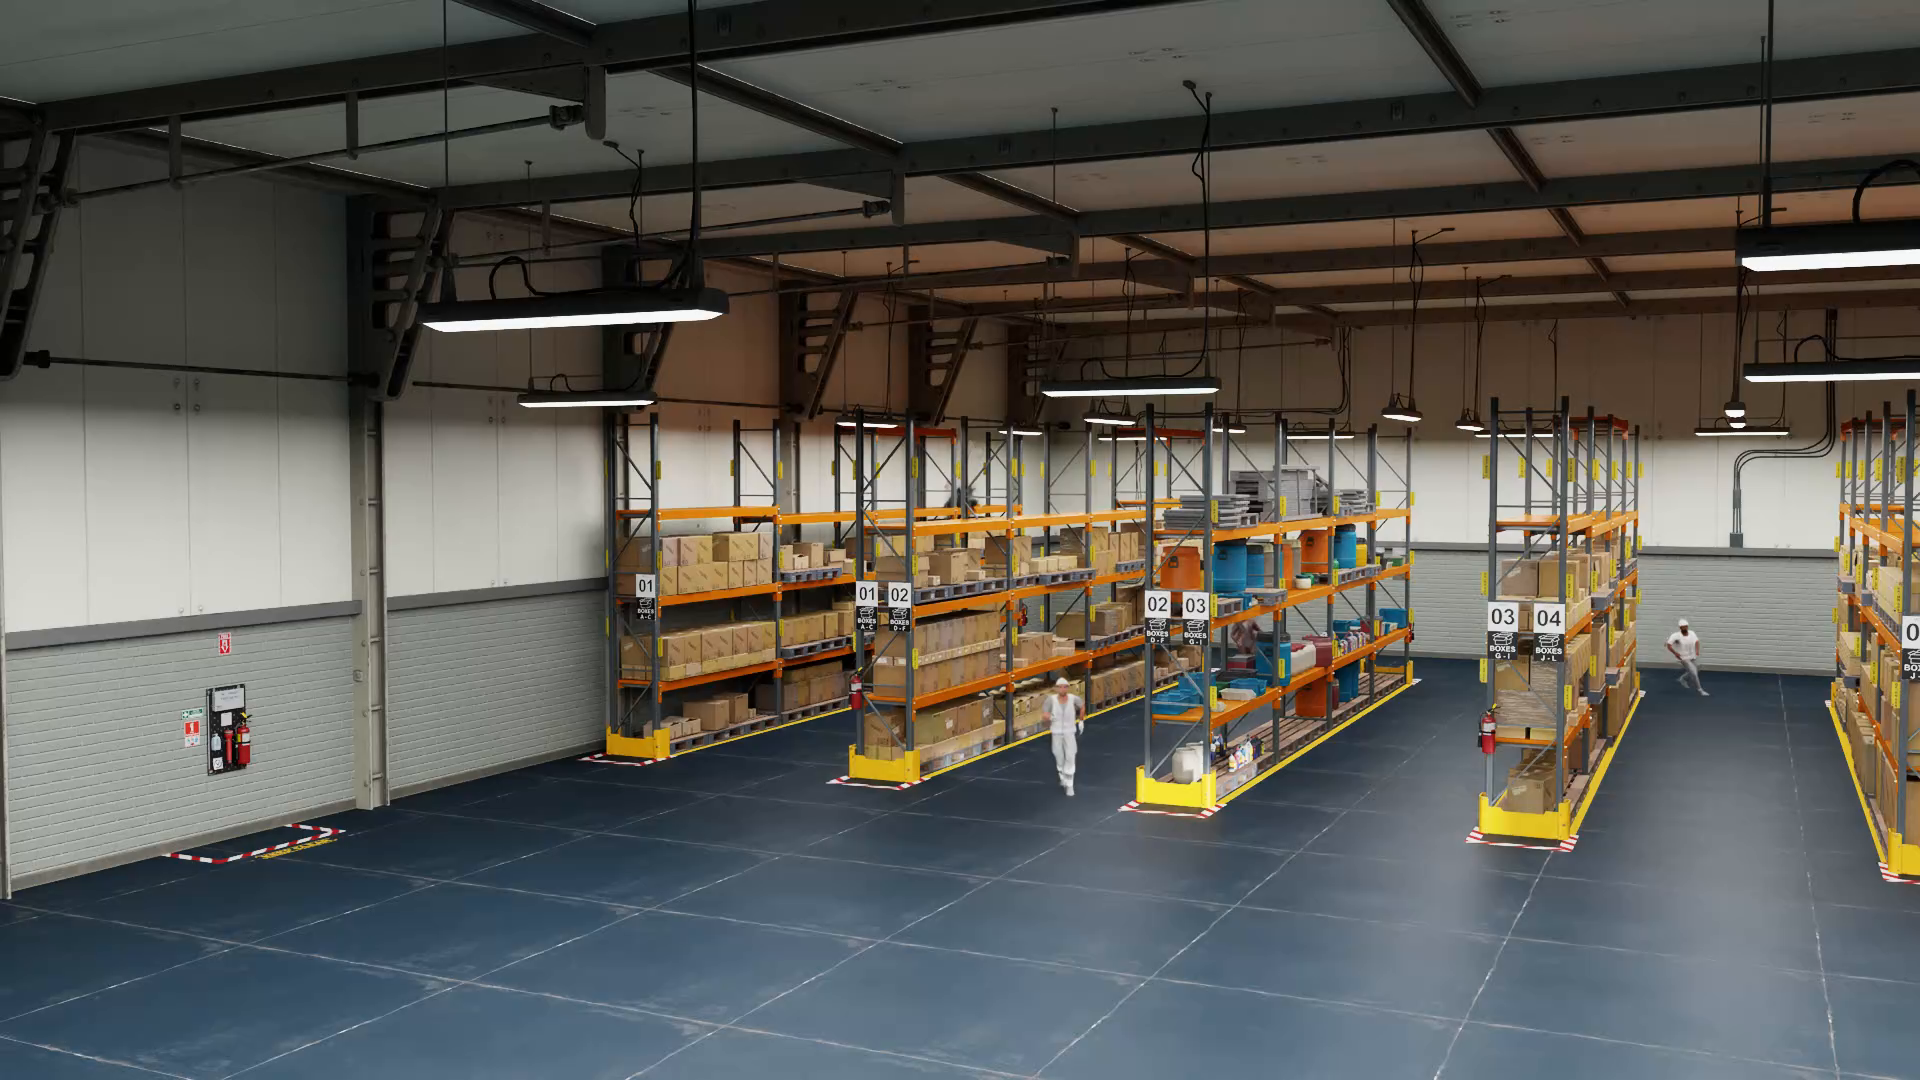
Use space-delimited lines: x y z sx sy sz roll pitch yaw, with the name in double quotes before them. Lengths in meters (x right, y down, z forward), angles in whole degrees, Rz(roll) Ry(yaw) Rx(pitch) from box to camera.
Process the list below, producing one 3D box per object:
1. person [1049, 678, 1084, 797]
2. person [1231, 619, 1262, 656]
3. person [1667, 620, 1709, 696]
"person" 1.658 3.041 25.827 0.526 1.836 0.841 0 2 6
"person" 6.791 2.511 39.426 0.726 1.704 0.628 0 2 7
"person" 16.119 2.604 37.008 0.731 1.686 0.884 -1 2 -15
